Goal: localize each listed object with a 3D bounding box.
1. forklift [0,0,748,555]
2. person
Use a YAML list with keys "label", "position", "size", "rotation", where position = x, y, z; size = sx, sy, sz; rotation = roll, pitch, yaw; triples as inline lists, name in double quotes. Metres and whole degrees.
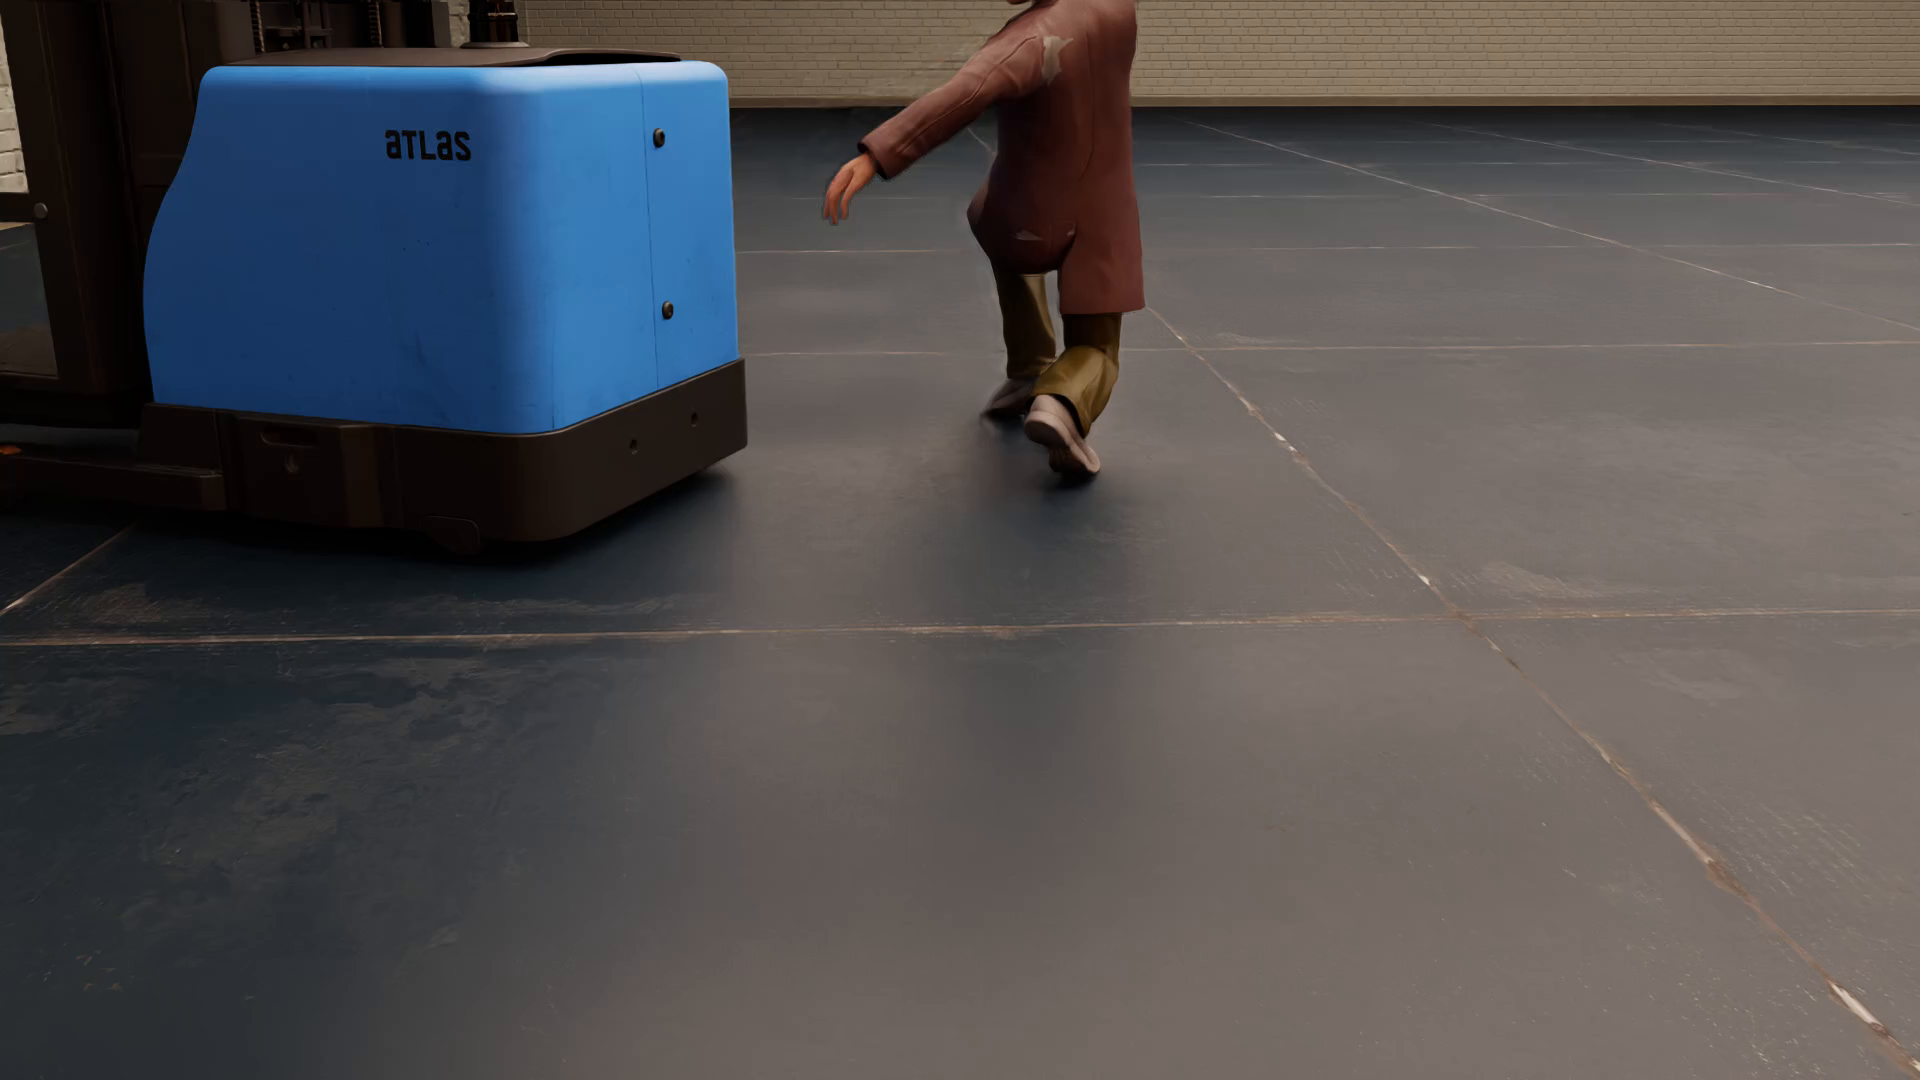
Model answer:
- label: "forklift"
  position: [-2.150, -1.610, 4.171]
  size: [3.031, 2.935, 1.130]
  rotation: [6, 18, 18]
- label: "person"
  position: [0.046, -0.898, 4.521]
  size: [0.957, 1.381, 1.055]
  rotation: [-4, 17, -13]
